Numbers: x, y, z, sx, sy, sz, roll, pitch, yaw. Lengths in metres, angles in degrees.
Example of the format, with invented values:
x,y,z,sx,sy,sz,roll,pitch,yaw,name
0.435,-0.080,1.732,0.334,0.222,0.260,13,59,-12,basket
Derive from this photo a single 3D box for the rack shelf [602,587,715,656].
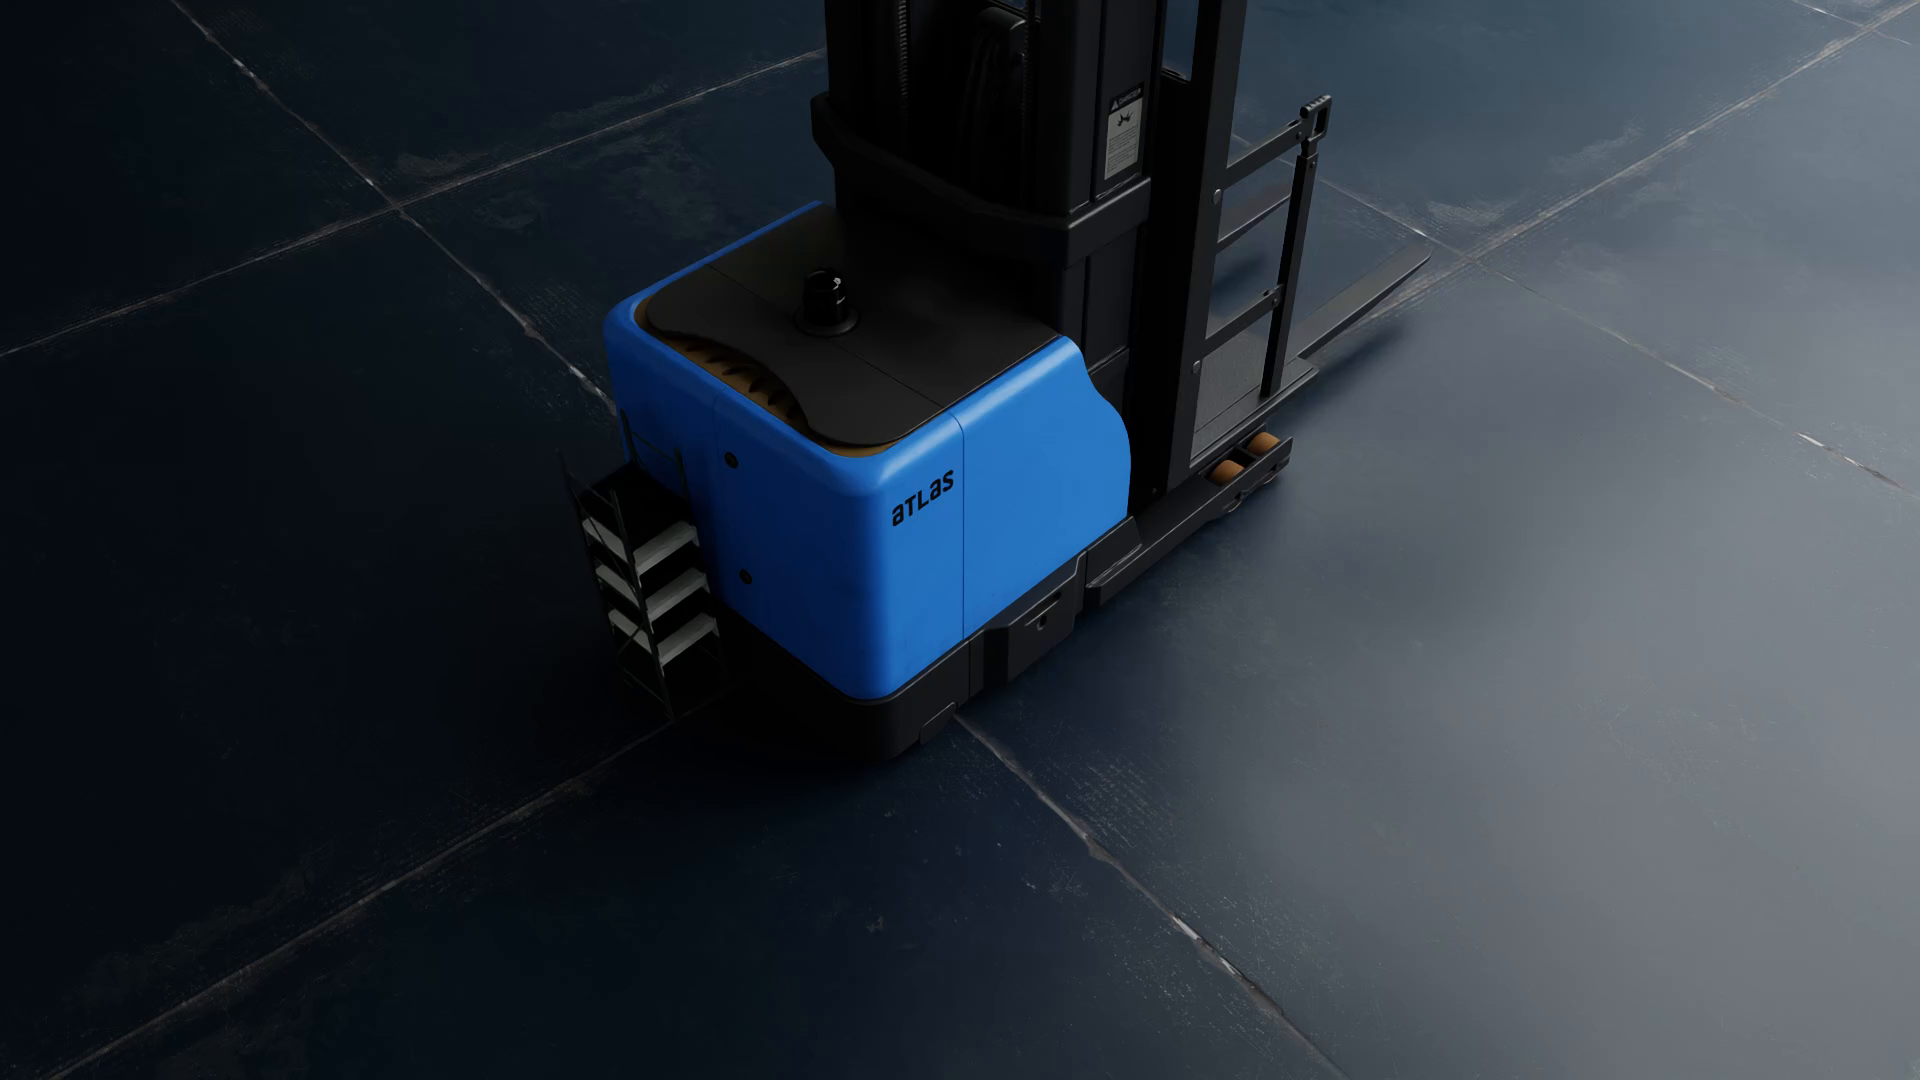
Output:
x,y,z,sx,sy,sz,roll,pitch,yaw,name
-0.837,0.175,4.579,0.258,0.077,0.200,33,56,30,rack shelf

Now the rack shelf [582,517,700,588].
x,y,z,sx,sy,sz,roll,pitch,yaw,name
-0.847,-0.014,4.386,0.258,0.077,0.200,33,56,30,rack shelf

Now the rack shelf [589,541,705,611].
x,y,z,sx,sy,sz,roll,pitch,yaw,name
-0.844,0.049,4.450,0.258,0.077,0.200,33,56,30,rack shelf

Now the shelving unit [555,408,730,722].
x,y,z,sx,sy,sz,roll,pitch,yaw,name
-0.841,0.088,4.491,0.258,0.900,0.210,33,56,30,shelving unit

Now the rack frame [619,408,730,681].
x,y,z,sx,sy,sz,roll,pitch,yaw,name
-0.771,0.034,4.540,0.240,0.900,0.006,33,56,30,rack frame

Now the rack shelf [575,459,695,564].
x,y,z,sx,sy,sz,roll,pitch,yaw,name
-0.851,-0.077,4.322,0.258,0.077,0.200,33,56,30,rack shelf

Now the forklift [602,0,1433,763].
x,y,z,sx,sy,sz,roll,pitch,yaw,name
0.434,-1.377,4.575,1.130,2.935,3.031,33,53,30,forklift

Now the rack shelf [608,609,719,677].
x,y,z,sx,sy,sz,roll,pitch,yaw,name
-0.833,0.238,4.643,0.258,0.077,0.200,33,56,30,rack shelf

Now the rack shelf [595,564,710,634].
x,y,z,sx,sy,sz,roll,pitch,yaw,name
-0.840,0.112,4.514,0.258,0.077,0.200,33,56,30,rack shelf

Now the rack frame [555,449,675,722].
x,y,z,sx,sy,sz,roll,pitch,yaw,name
-0.912,0.143,4.441,0.240,0.900,0.006,33,56,30,rack frame
